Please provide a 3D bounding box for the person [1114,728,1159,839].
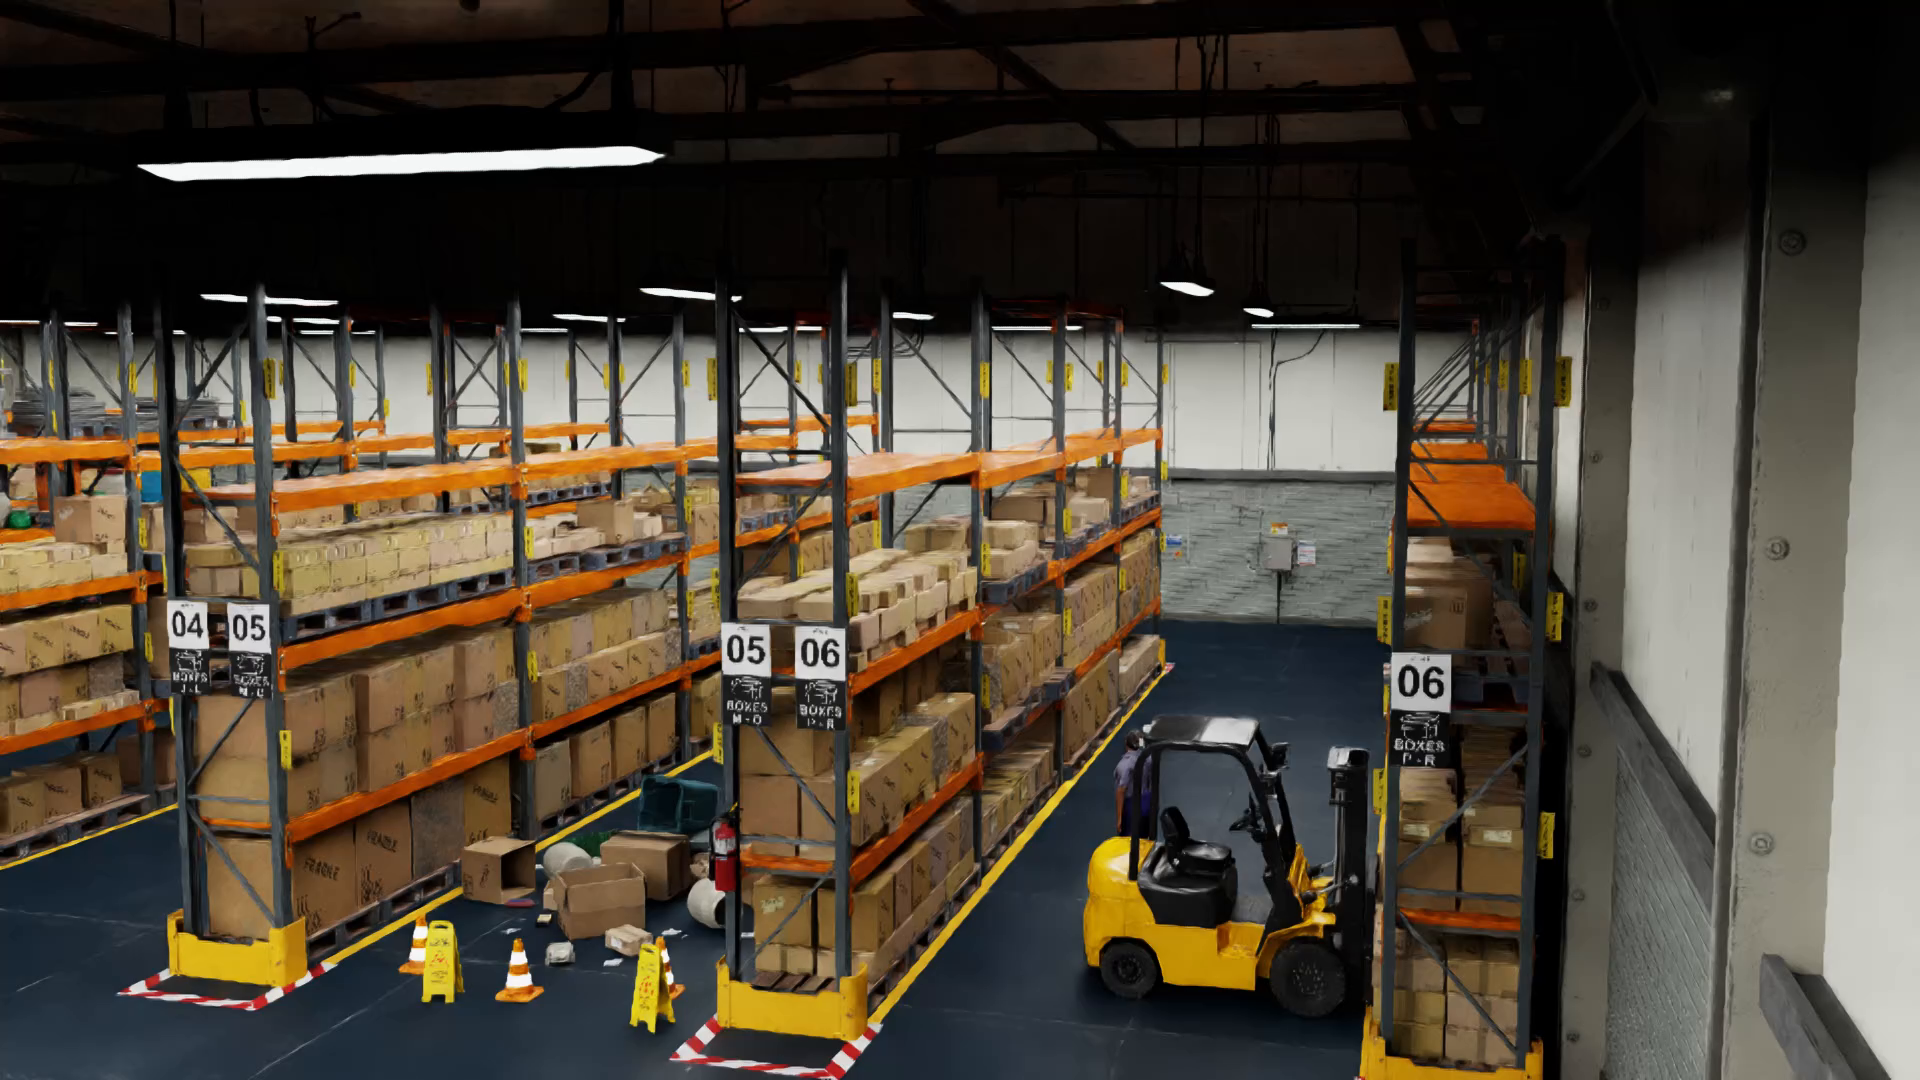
[{"bbox_3d":[1.649,2.639,16.120,0.471,1.652,0.523,6,9,45],"label":"person"}]
